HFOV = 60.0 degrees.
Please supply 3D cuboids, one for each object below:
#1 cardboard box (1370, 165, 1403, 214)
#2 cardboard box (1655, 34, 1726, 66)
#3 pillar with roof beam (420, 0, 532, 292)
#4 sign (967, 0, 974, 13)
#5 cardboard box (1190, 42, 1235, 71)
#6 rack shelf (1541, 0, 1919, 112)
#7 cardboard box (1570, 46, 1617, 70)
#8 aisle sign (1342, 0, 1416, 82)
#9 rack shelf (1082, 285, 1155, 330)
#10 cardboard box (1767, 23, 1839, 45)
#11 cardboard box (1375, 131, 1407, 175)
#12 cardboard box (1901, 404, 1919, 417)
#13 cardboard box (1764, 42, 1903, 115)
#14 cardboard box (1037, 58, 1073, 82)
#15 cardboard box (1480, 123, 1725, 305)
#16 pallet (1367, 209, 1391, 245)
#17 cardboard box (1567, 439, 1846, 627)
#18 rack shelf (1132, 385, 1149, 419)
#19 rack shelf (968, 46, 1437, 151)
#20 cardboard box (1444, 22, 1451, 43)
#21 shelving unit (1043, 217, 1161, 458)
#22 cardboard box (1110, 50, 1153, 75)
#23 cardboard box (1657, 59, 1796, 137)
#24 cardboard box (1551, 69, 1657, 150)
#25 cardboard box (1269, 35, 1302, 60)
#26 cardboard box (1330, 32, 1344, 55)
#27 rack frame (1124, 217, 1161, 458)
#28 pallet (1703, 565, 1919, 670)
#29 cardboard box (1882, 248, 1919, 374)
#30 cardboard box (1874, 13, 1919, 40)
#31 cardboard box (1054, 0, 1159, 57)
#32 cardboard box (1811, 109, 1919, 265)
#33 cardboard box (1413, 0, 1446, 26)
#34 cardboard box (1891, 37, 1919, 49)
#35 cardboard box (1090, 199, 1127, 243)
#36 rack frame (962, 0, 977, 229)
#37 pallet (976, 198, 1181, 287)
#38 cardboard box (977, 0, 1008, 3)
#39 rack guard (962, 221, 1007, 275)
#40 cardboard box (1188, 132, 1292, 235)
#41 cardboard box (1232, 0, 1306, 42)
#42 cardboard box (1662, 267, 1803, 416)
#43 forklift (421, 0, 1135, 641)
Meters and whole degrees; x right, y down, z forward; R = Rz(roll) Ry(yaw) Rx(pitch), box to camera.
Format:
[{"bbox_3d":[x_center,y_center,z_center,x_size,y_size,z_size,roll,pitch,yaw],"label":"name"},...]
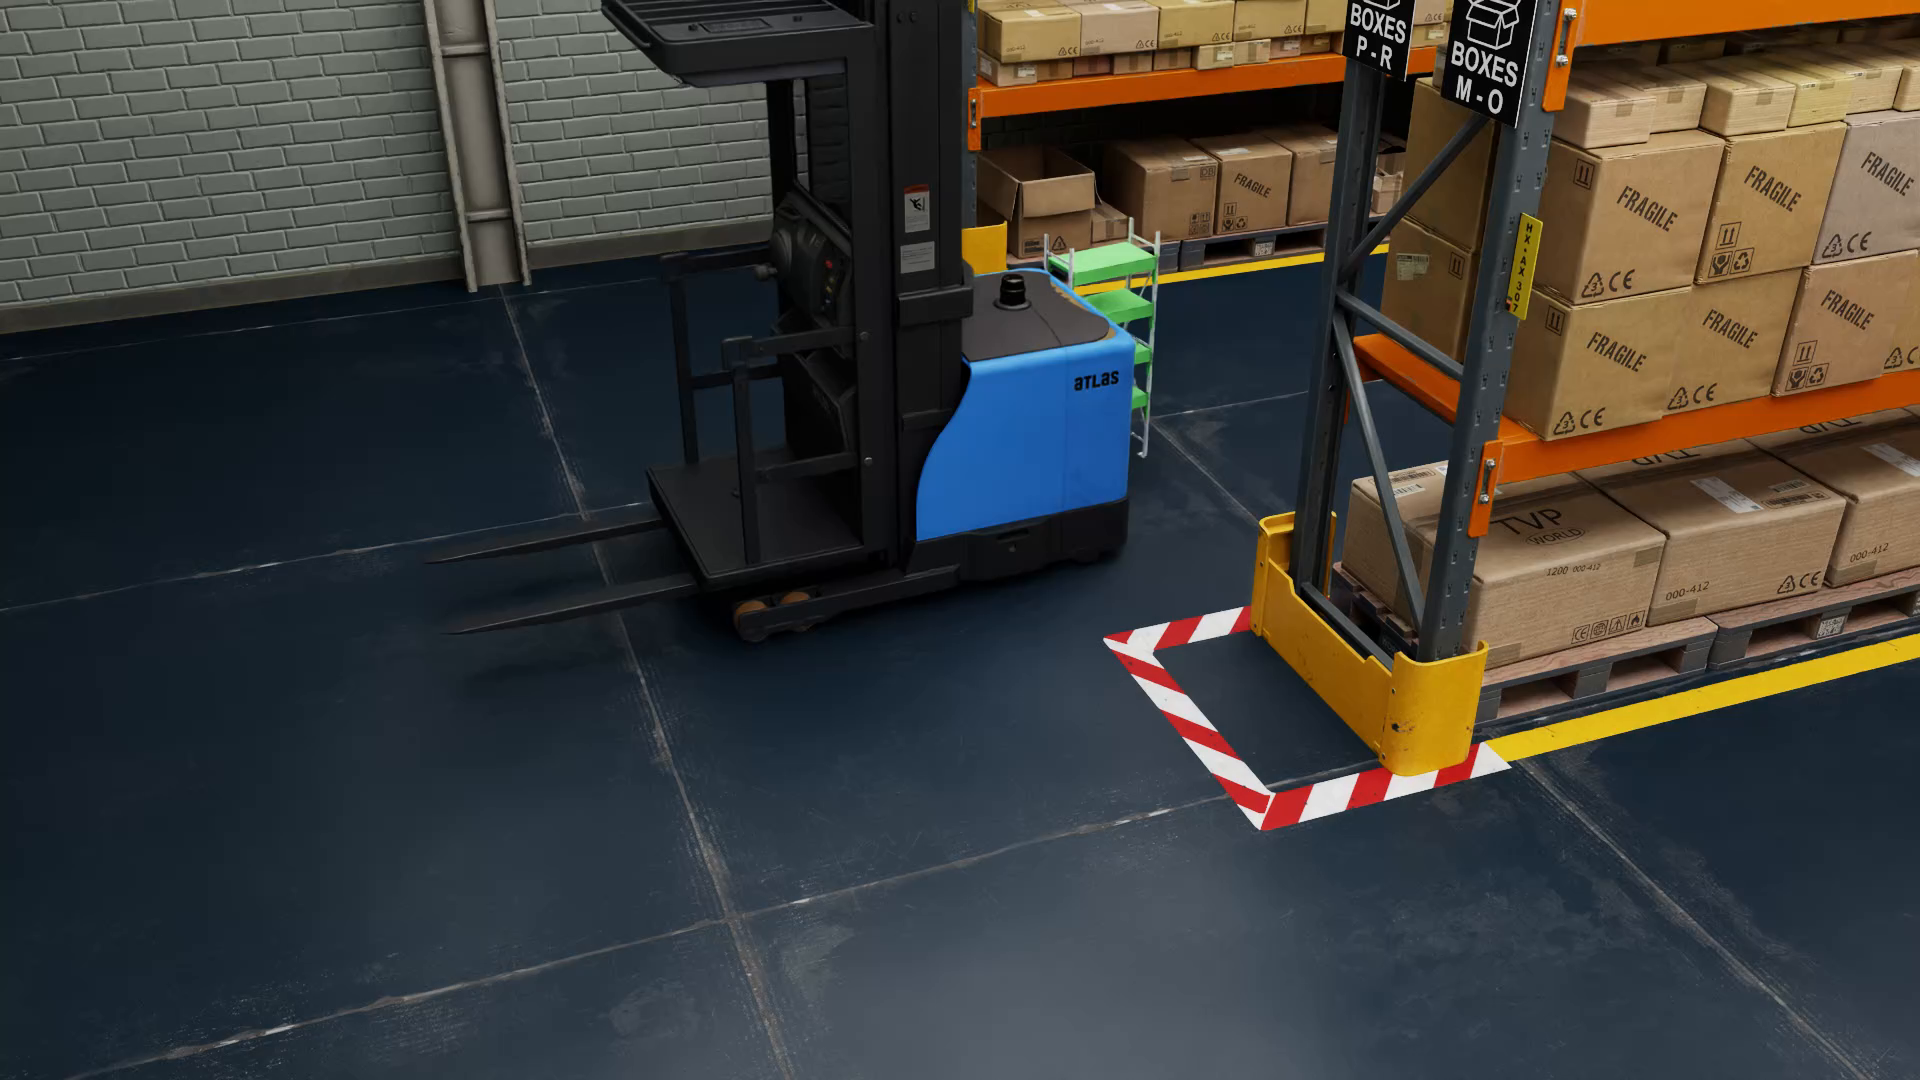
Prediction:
[{"bbox_3d":[2.865,-2.409,11.286,0.258,0.266,0.396,-9,31,-16],"label":"cardboard box"},{"bbox_3d":[2.564,-1.794,6.102,0.250,0.149,0.380,-10,31,-16],"label":"cardboard box"},{"bbox_3d":[-1.470,-3.580,4.944,0.400,9.000,9.100,-10,31,-18],"label":"pillar with roof beam"},{"bbox_3d":[0.060,-3.143,9.361,0.005,0.325,0.100,-10,31,-18],"label":"sign"},{"bbox_3d":[1.499,-3.038,10.306,0.250,0.149,0.380,-11,32,-19],"label":"cardboard box"},{"bbox_3d":[3.479,-2.052,6.018,4.000,0.370,1.077,-10,31,-18],"label":"rack shelf"},{"bbox_3d":[2.101,-1.686,5.912,0.250,0.149,0.380,-10,31,-17],"label":"cardboard box"},{"bbox_3d":[1.429,-1.977,5.564,0.004,0.787,0.394,-10,31,-18],"label":"aisle sign"},{"bbox_3d":[0.676,-1.087,8.090,0.480,0.148,0.258,-16,33,-25],"label":"rack shelf"},{"bbox_3d":[3.048,-1.876,6.247,0.250,0.149,0.380,-10,31,-16],"label":"cardboard box"},{"bbox_3d":[2.918,-2.719,11.783,0.500,0.311,0.500,-9,31,-16],"label":"cardboard box"},{"bbox_3d":[4.728,-0.417,7.616,0.875,0.438,0.875,-11,31,-18],"label":"cardboard box"},{"bbox_3d":[3.006,-1.602,5.766,0.250,0.149,0.380,-10,31,-17],"label":"cardboard box"},{"bbox_3d":[0.496,-2.904,10.071,0.250,0.149,0.380,-10,31,-16],"label":"cardboard box"},{"bbox_3d":[2.154,-1.145,5.618,0.500,0.500,0.500,-11,32,-19],"label":"cardboard box"},{"bbox_3d":[2.975,-2.379,11.713,1.213,0.211,1.003,-10,31,-18],"label":"pallet"},{"bbox_3d":[3.043,-0.107,7.072,0.875,0.438,0.875,-10,31,-16],"label":"cardboard box"},{"bbox_3d":[0.676,-0.670,8.328,0.480,0.148,0.258,-16,33,-25],"label":"rack shelf"},{"bbox_3d":[1.745,-3.051,10.802,4.000,0.370,1.077,-10,31,-18],"label":"rack shelf"},{"bbox_3d":[3.172,-3.372,10.893,0.250,0.149,0.380,-10,31,-16],"label":"cardboard box"},{"bbox_3d":[0.676,-0.934,8.177,0.503,1.200,0.258,-16,33,-25],"label":"shelving unit"},{"bbox_3d":[0.989,-2.981,10.205,0.250,0.149,0.380,-9,31,-16],"label":"cardboard box"},{"bbox_3d":[2.538,-1.478,5.549,0.250,0.149,0.380,-9,31,-16],"label":"cardboard box"},{"bbox_3d":[2.034,-1.409,5.426,0.250,0.149,0.380,-10,31,-17],"label":"cardboard box"},{"bbox_3d":[1.956,-3.169,10.536,0.250,0.149,0.380,-11,31,-18],"label":"cardboard box"},{"bbox_3d":[2.452,-3.226,10.637,0.250,0.149,0.380,-11,31,-18],"label":"cardboard box"},{"bbox_3d":[0.888,-0.994,8.282,0.015,1.200,0.240,-16,33,-25],"label":"rack frame"},{"bbox_3d":[3.468,0.113,7.339,1.213,0.211,1.003,-10,31,-18],"label":"pallet"},{"bbox_3d":[3.566,-0.983,6.344,0.500,0.500,0.500,-9,31,-16],"label":"cardboard box"},{"bbox_3d":[3.533,-1.978,6.425,0.250,0.149,0.380,-10,31,-17],"label":"cardboard box"},{"bbox_3d":[0.862,-3.123,10.052,0.500,0.250,0.500,-10,31,-17],"label":"cardboard box"},{"bbox_3d":[3.115,-1.329,5.942,0.500,0.500,0.500,-11,31,-18],"label":"cardboard box"},{"bbox_3d":[2.763,-3.478,10.676,0.500,0.250,0.500,-10,31,-17],"label":"cardboard box"},{"bbox_3d":[3.502,-1.657,5.861,0.250,0.149,0.380,-11,32,-19],"label":"cardboard box"},{"bbox_3d":[0.888,-2.079,10.825,0.250,0.149,0.380,-12,32,-20],"label":"cardboard box"},{"bbox_3d":[-0.130,-3.018,10.018,0.127,3.000,1.000,-10,31,-18],"label":"rack frame"},{"bbox_3d":[0.688,-1.958,10.973,1.213,0.211,1.003,-10,31,-18],"label":"pallet"},{"bbox_3d":[0.209,-3.285,10.337,0.500,0.250,0.500,-10,31,-16],"label":"cardboard box"},{"bbox_3d":[-0.058,-1.945,10.659,0.348,0.500,1.175,-10,31,-18],"label":"rack guard"},{"bbox_3d":[1.822,-2.351,10.947,0.500,0.500,0.500,-10,31,-17],"label":"cardboard box"},{"bbox_3d":[1.808,-3.310,10.381,0.500,0.250,0.500,-11,32,-19],"label":"cardboard box"},{"bbox_3d":[2.619,-0.809,6.039,0.500,0.500,0.500,-11,31,-18],"label":"cardboard box"},{"bbox_3d":[-0.799,-1.144,6.798,3.031,2.935,1.130,-12,32,-19],"label":"forklift"}]
